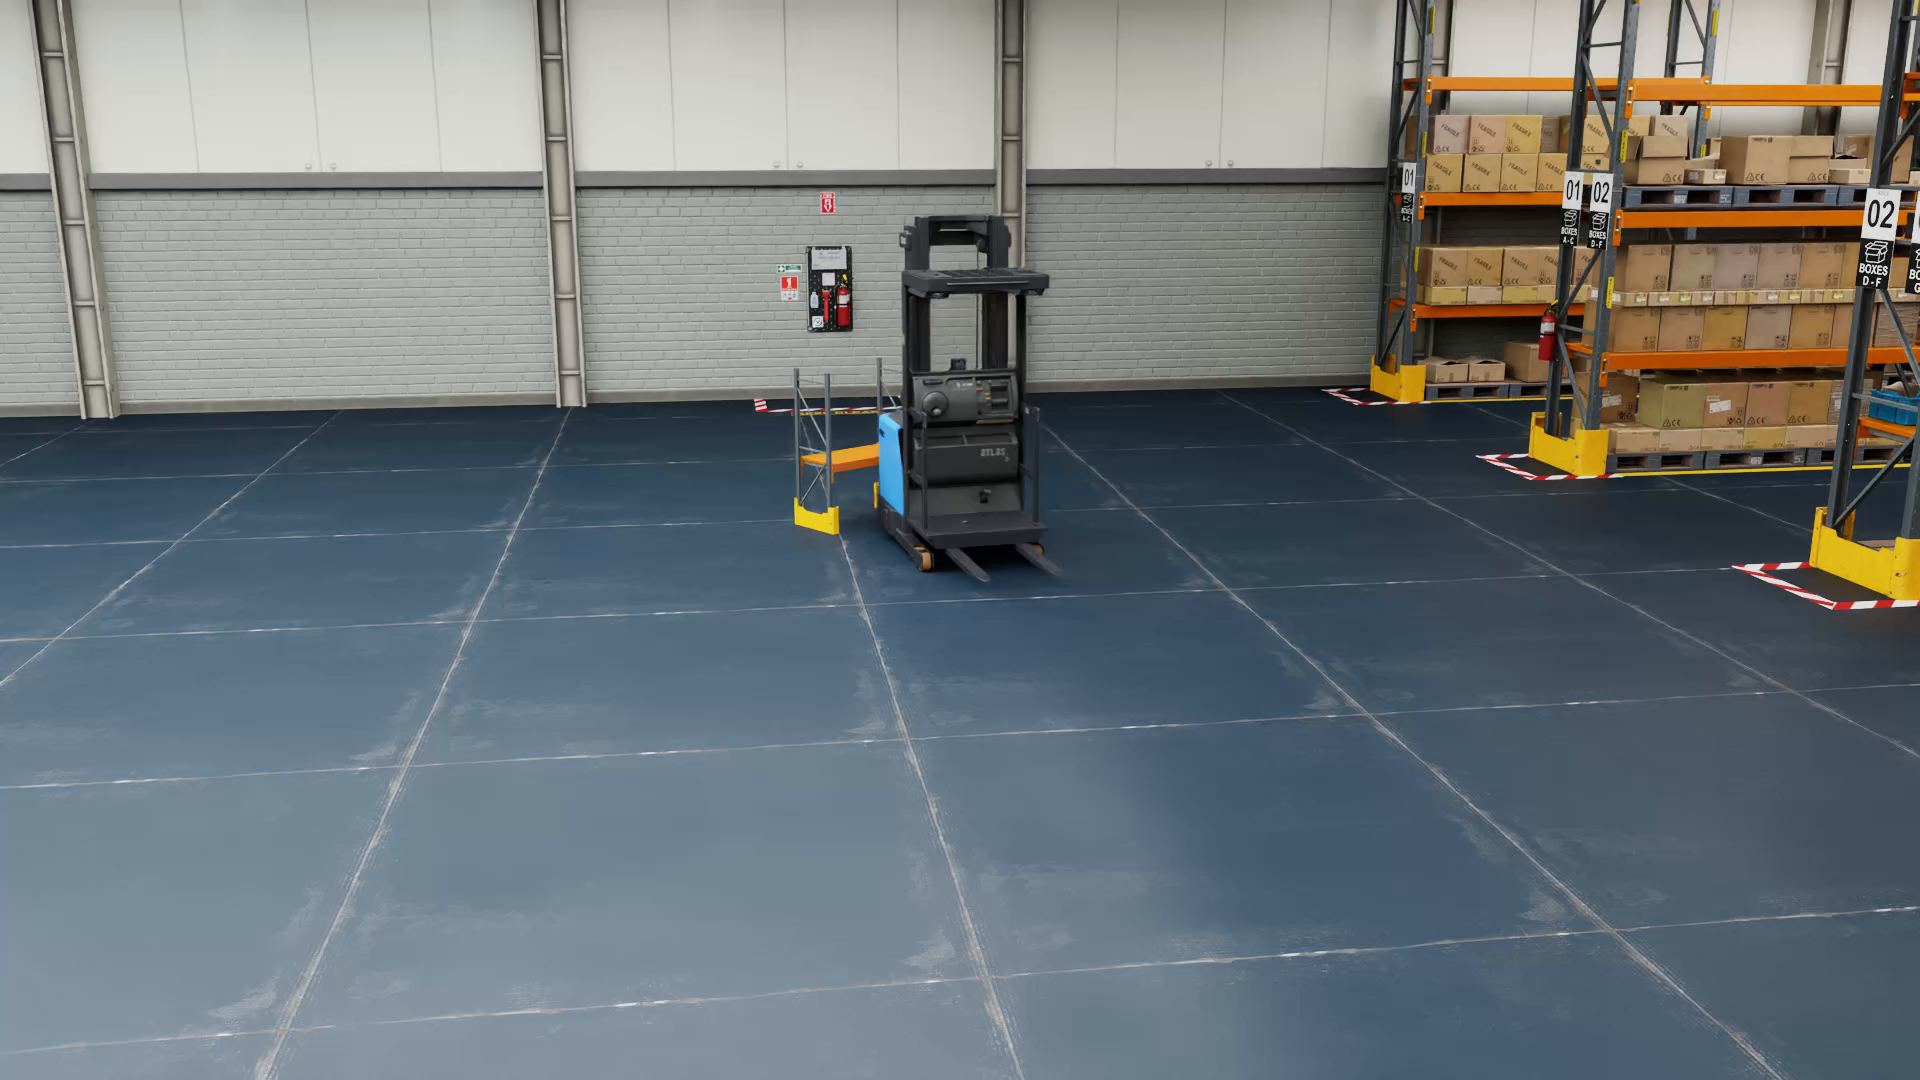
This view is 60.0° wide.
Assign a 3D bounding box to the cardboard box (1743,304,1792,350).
[{"bbox_3d":[8.786,-2.411,18.491,0.500,0.500,0.700,-2,14,-7],"label":"cardboard box"}]

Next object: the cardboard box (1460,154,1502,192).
[{"bbox_3d":[6.955,-4.959,22.445,0.500,0.500,0.500,-1,14,-5],"label":"cardboard box"}]

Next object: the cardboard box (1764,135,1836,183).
[{"bbox_3d":[9.100,-4.184,18.237,0.637,0.503,0.797,-1,14,-2],"label":"cardboard box"}]

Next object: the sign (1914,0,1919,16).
[{"bbox_3d":[10.655,-5.968,18.466,0.005,0.325,0.100,-2,14,-8],"label":"sign"}]

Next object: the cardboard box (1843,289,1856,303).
[{"bbox_3d":[9.748,-2.710,18.351,0.250,0.149,0.380,-2,14,-8],"label":"cardboard box"}]

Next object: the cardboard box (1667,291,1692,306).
[{"bbox_3d":[7.720,-2.636,18.057,0.250,0.149,0.380,-2,14,-8],"label":"cardboard box"}]

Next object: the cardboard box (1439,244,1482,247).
[{"bbox_3d":[6.984,-3.868,23.233,0.500,0.500,0.500,-2,14,-8],"label":"cardboard box"}]

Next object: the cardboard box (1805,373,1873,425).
[{"bbox_3d":[9.825,-1.586,18.654,0.500,0.500,0.500,-2,14,-8],"label":"cardboard box"}]

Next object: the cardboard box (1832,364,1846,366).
[{"bbox_3d":[12.730,-2.745,24.262,0.500,0.500,0.700,-2,14,-8],"label":"cardboard box"}]

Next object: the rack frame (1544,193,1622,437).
[{"bbox_3d":[6.792,-2.292,18.222,0.127,3.000,1.000,-2,14,-8],"label":"rack frame"}]

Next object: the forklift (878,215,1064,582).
[{"bbox_3d":[0.107,-1.258,14.240,1.130,2.935,3.031,-4,15,-15],"label":"forklift"}]

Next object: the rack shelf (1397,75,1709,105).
[{"bbox_3d":[8.028,-6.115,22.620,4.000,0.370,1.077,-2,14,-8],"label":"rack shelf"}]

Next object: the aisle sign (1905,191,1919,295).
[{"bbox_3d":[7.499,-2.288,12.863,0.004,0.787,0.394,-2,14,-8],"label":"aisle sign"}]

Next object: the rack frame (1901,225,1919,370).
[{"bbox_3d":[13.961,-3.773,24.129,0.127,3.000,1.000,-2,14,-8],"label":"rack frame"}]

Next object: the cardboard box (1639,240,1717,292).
[{"bbox_3d":[7.827,-3.006,18.196,0.500,0.500,0.700,-2,14,-10],"label":"cardboard box"}]

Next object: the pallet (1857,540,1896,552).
[{"bbox_3d":[8.399,0.210,13.978,1.213,0.211,1.003,-2,14,-8],"label":"pallet"}]

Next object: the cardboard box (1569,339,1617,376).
[{"bbox_3d":[8.985,-2.582,23.613,0.500,0.500,0.500,-3,14,-13],"label":"cardboard box"}]

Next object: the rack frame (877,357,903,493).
[{"bbox_3d":[-0.628,-1.003,16.167,0.032,1.500,0.500,-13,19,-42],"label":"rack frame"}]

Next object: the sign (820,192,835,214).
[{"bbox_3d":[-1.791,-4.567,22.528,0.199,0.298,0.001,-2,14,-8],"label":"sign"}]

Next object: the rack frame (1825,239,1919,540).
[{"bbox_3d":[7.526,-1.100,13.471,0.127,3.000,1.000,-2,14,-8],"label":"rack frame"}]

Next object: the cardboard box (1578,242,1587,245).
[{"bbox_3d":[8.998,-3.944,23.537,0.500,0.500,0.500,-2,14,-9],"label":"cardboard box"}]

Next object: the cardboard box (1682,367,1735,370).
[{"bbox_3d":[10.731,-2.660,23.924,0.500,0.500,0.700,-2,14,-6],"label":"cardboard box"}]

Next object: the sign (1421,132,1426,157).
[{"bbox_3d":[6.131,-5.232,21.981,0.005,0.325,0.100,-2,14,-8],"label":"sign"}]

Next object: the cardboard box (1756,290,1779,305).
[{"bbox_3d":[8.732,-2.673,18.202,0.250,0.149,0.380,-2,14,-8],"label":"cardboard box"}]

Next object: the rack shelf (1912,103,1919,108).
[{"bbox_3d":[12.725,-4.876,18.495,4.000,0.370,1.077,-2,14,-8],"label":"rack shelf"}]

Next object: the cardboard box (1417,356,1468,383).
[{"bbox_3d":[6.748,-2.396,23.260,0.500,0.311,0.500,-4,15,-15],"label":"cardboard box"}]

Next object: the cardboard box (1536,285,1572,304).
[{"bbox_3d":[8.096,-3.419,22.982,0.500,0.250,0.500,-2,14,-8],"label":"cardboard box"}]

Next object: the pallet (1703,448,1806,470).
[{"bbox_3d":[8.746,-1.020,18.885,1.213,0.211,1.003,-2,14,-8],"label":"pallet"}]

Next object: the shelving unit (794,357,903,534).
[{"bbox_3d":[-0.990,-0.920,15.834,1.083,1.500,0.587,-13,19,-42],"label":"shelving unit"}]

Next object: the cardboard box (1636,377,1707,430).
[{"bbox_3d":[7.850,-1.510,18.352,0.500,0.500,0.500,-2,14,-8],"label":"cardboard box"}]

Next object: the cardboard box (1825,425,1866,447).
[{"bbox_3d":[9.826,-1.222,18.744,0.500,0.250,0.500,-2,14,-8],"label":"cardboard box"}]

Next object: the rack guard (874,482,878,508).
[{"bbox_3d":[-0.629,-0.397,16.318,0.087,0.250,0.587,-13,19,-42],"label":"rack guard"}]

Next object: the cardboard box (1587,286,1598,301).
[{"bbox_3d":[7.142,-2.715,18.369,0.250,0.149,0.380,-2,14,-9],"label":"cardboard box"}]

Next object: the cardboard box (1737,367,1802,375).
[{"bbox_3d":[9.253,-1.693,19.081,0.500,0.500,0.500,-2,14,-8],"label":"cardboard box"}]

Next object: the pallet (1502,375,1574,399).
[{"bbox_3d":[8.138,-2.198,23.579,1.213,0.211,1.003,-2,14,-8],"label":"pallet"}]

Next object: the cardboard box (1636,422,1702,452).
[{"bbox_3d":[7.849,-1.147,18.445,0.500,0.250,0.500,-2,14,-8],"label":"cardboard box"}]

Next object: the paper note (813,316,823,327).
[{"bbox_3d":[-1.954,-3.002,22.864,0.142,0.148,0.016,-2,14,-8],"label":"paper note"}]

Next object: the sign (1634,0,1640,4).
[{"bbox_3d":[6.869,-5.598,16.826,0.005,0.325,0.100,-2,14,-8],"label":"sign"}]

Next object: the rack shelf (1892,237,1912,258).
[{"bbox_3d":[9.504,-2.279,13.482,4.000,0.370,1.077,-2,14,-8],"label":"rack shelf"}]

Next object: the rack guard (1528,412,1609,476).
[{"bbox_3d":[6.768,-1.078,18.523,0.348,0.500,1.175,-2,14,-8],"label":"rack guard"}]

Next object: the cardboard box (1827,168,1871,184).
[{"bbox_3d":[9.595,-3.932,17.961,0.250,0.149,0.380,-2,14,-8],"label":"cardboard box"}]

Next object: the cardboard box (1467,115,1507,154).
[{"bbox_3d":[6.971,-5.443,22.318,0.500,0.500,0.500,-2,14,-9],"label":"cardboard box"}]

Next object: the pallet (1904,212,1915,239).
[{"bbox_3d":[8.359,-2.470,13.154,1.213,0.211,1.003,-2,14,-8],"label":"pallet"}]

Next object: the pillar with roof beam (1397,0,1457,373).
[{"bbox_3d":[7.255,-5.591,19.045,0.400,9.000,9.100,-2,14,-8],"label":"pillar with roof beam"}]

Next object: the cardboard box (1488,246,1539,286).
[{"bbox_3d":[7.569,-3.762,22.809,0.500,0.500,0.500,-3,14,-10],"label":"cardboard box"}]

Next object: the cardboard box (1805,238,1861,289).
[{"bbox_3d":[9.810,-3.078,18.486,0.500,0.500,0.700,-2,14,-8],"label":"cardboard box"}]

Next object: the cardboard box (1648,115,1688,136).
[{"bbox_3d":[9.551,-5.543,22.717,0.500,0.500,0.500,-3,14,-13],"label":"cardboard box"}]
